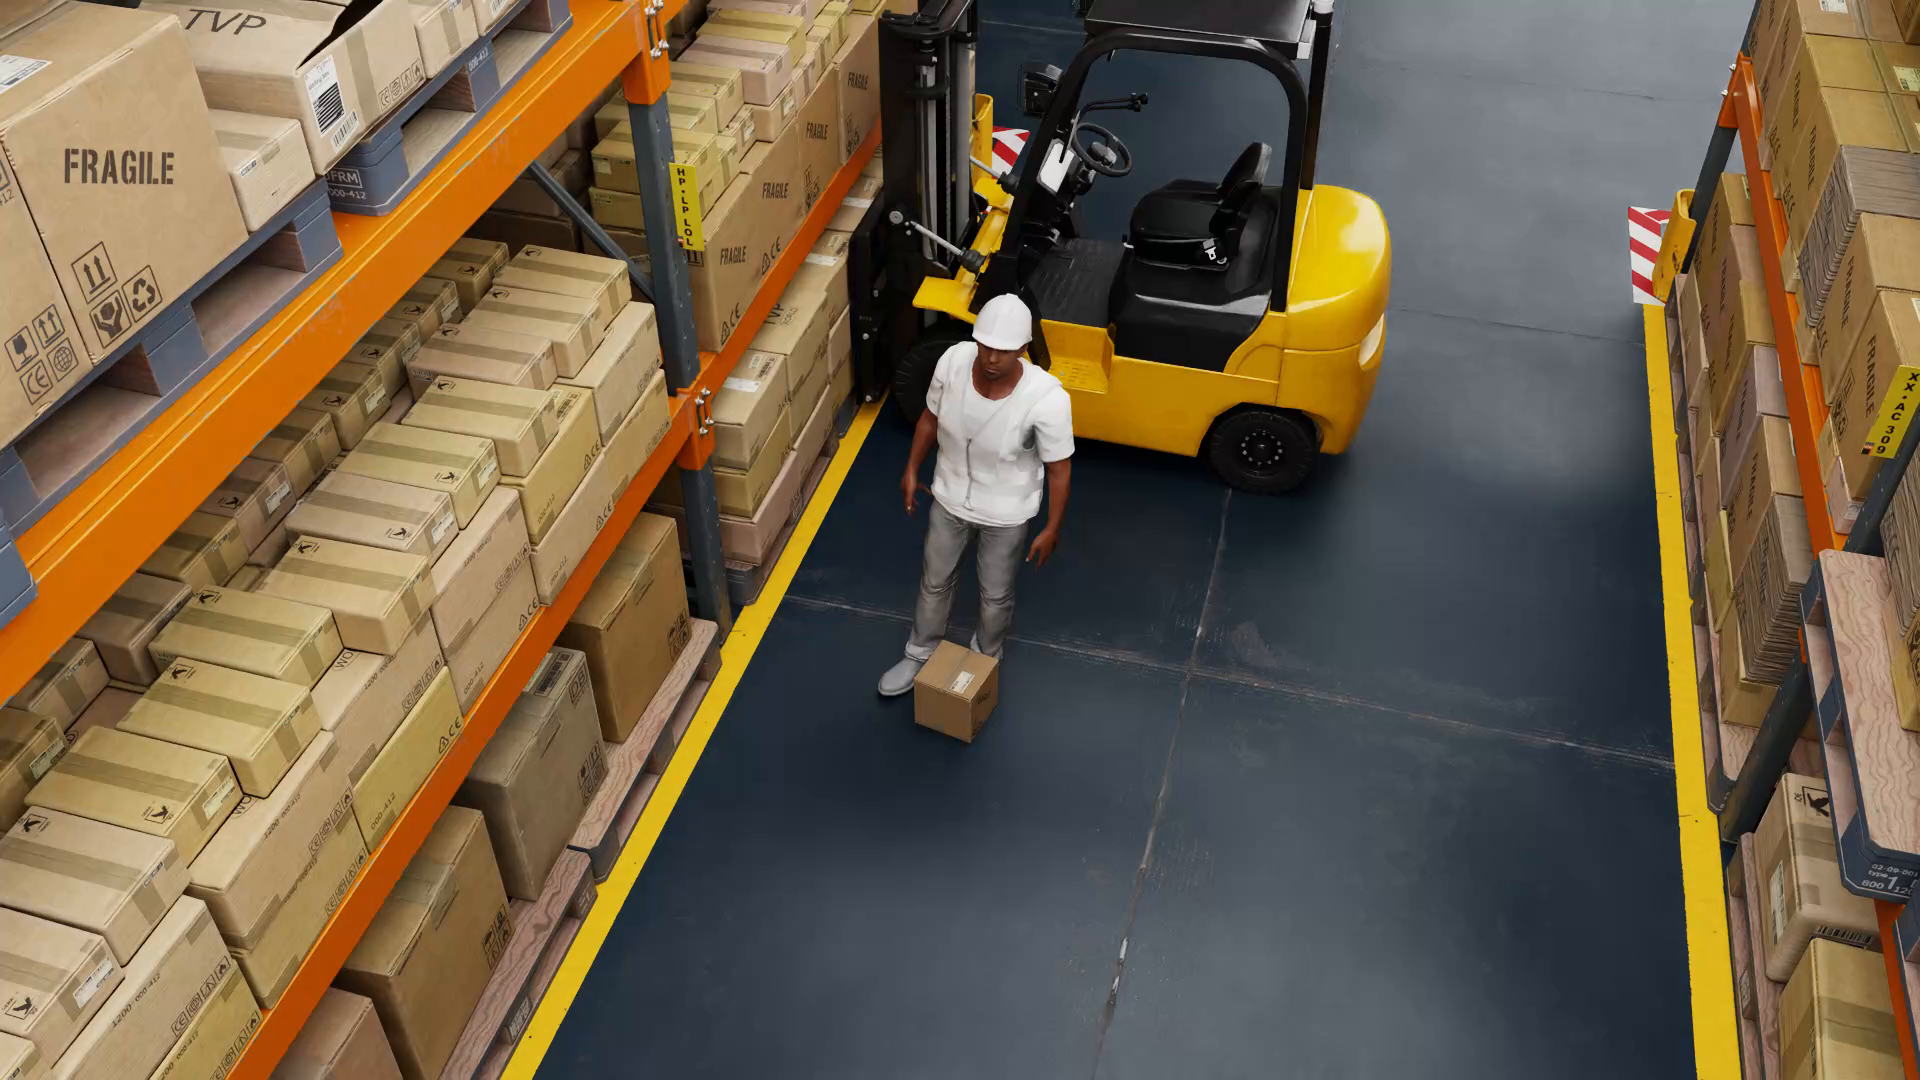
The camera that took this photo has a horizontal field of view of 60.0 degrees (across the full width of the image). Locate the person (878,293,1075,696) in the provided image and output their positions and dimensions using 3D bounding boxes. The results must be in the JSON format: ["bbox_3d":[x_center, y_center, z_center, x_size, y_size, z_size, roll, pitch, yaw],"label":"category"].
[{"bbox_3d":[0.055,-0.101,6.247,0.665,1.762,0.575,20,45,21],"label":"person"}]
